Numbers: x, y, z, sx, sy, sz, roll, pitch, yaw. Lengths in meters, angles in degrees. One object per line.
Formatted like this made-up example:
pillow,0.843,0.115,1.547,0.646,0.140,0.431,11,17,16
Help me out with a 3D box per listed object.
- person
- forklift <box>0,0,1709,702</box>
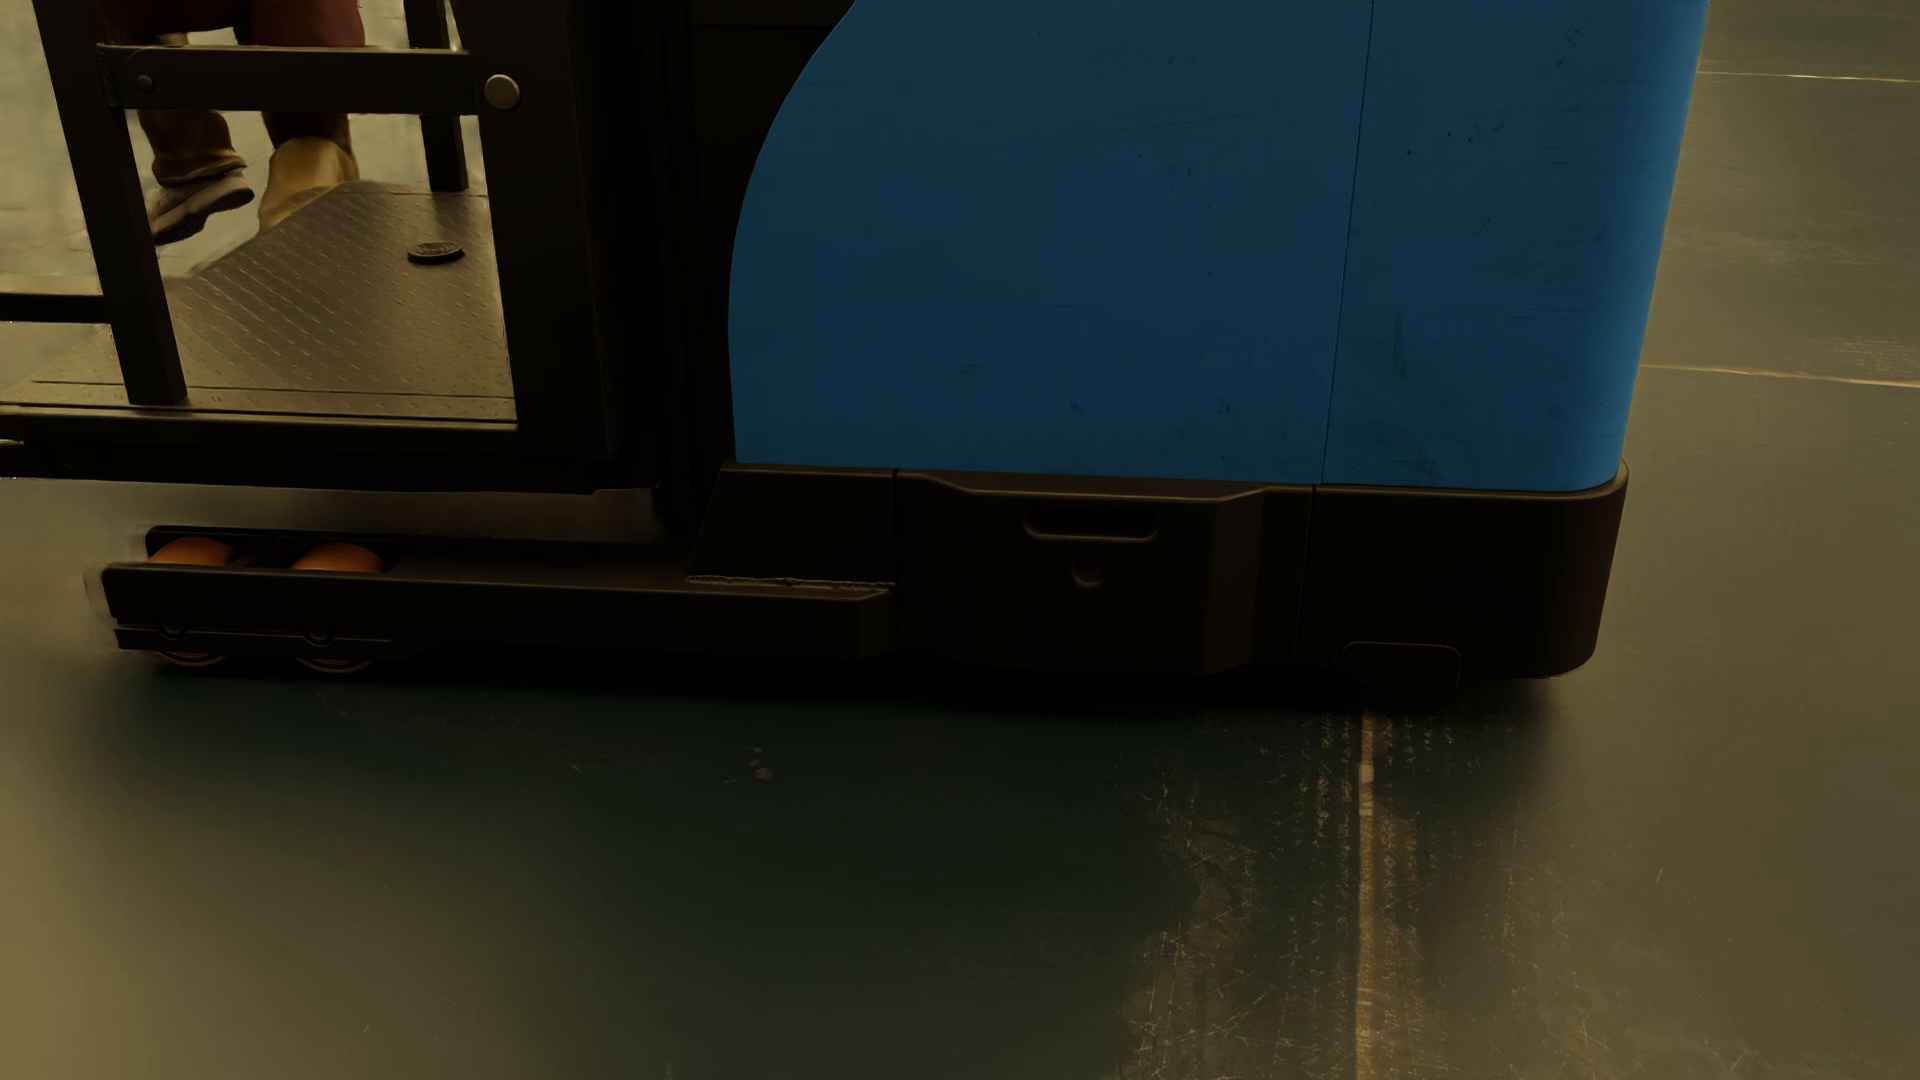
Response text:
person,-1.582,-1.090,2.925,1.022,1.467,1.046,24,35,39
forklift,-0.675,-1.369,1.961,3.031,2.935,1.130,2,27,5
